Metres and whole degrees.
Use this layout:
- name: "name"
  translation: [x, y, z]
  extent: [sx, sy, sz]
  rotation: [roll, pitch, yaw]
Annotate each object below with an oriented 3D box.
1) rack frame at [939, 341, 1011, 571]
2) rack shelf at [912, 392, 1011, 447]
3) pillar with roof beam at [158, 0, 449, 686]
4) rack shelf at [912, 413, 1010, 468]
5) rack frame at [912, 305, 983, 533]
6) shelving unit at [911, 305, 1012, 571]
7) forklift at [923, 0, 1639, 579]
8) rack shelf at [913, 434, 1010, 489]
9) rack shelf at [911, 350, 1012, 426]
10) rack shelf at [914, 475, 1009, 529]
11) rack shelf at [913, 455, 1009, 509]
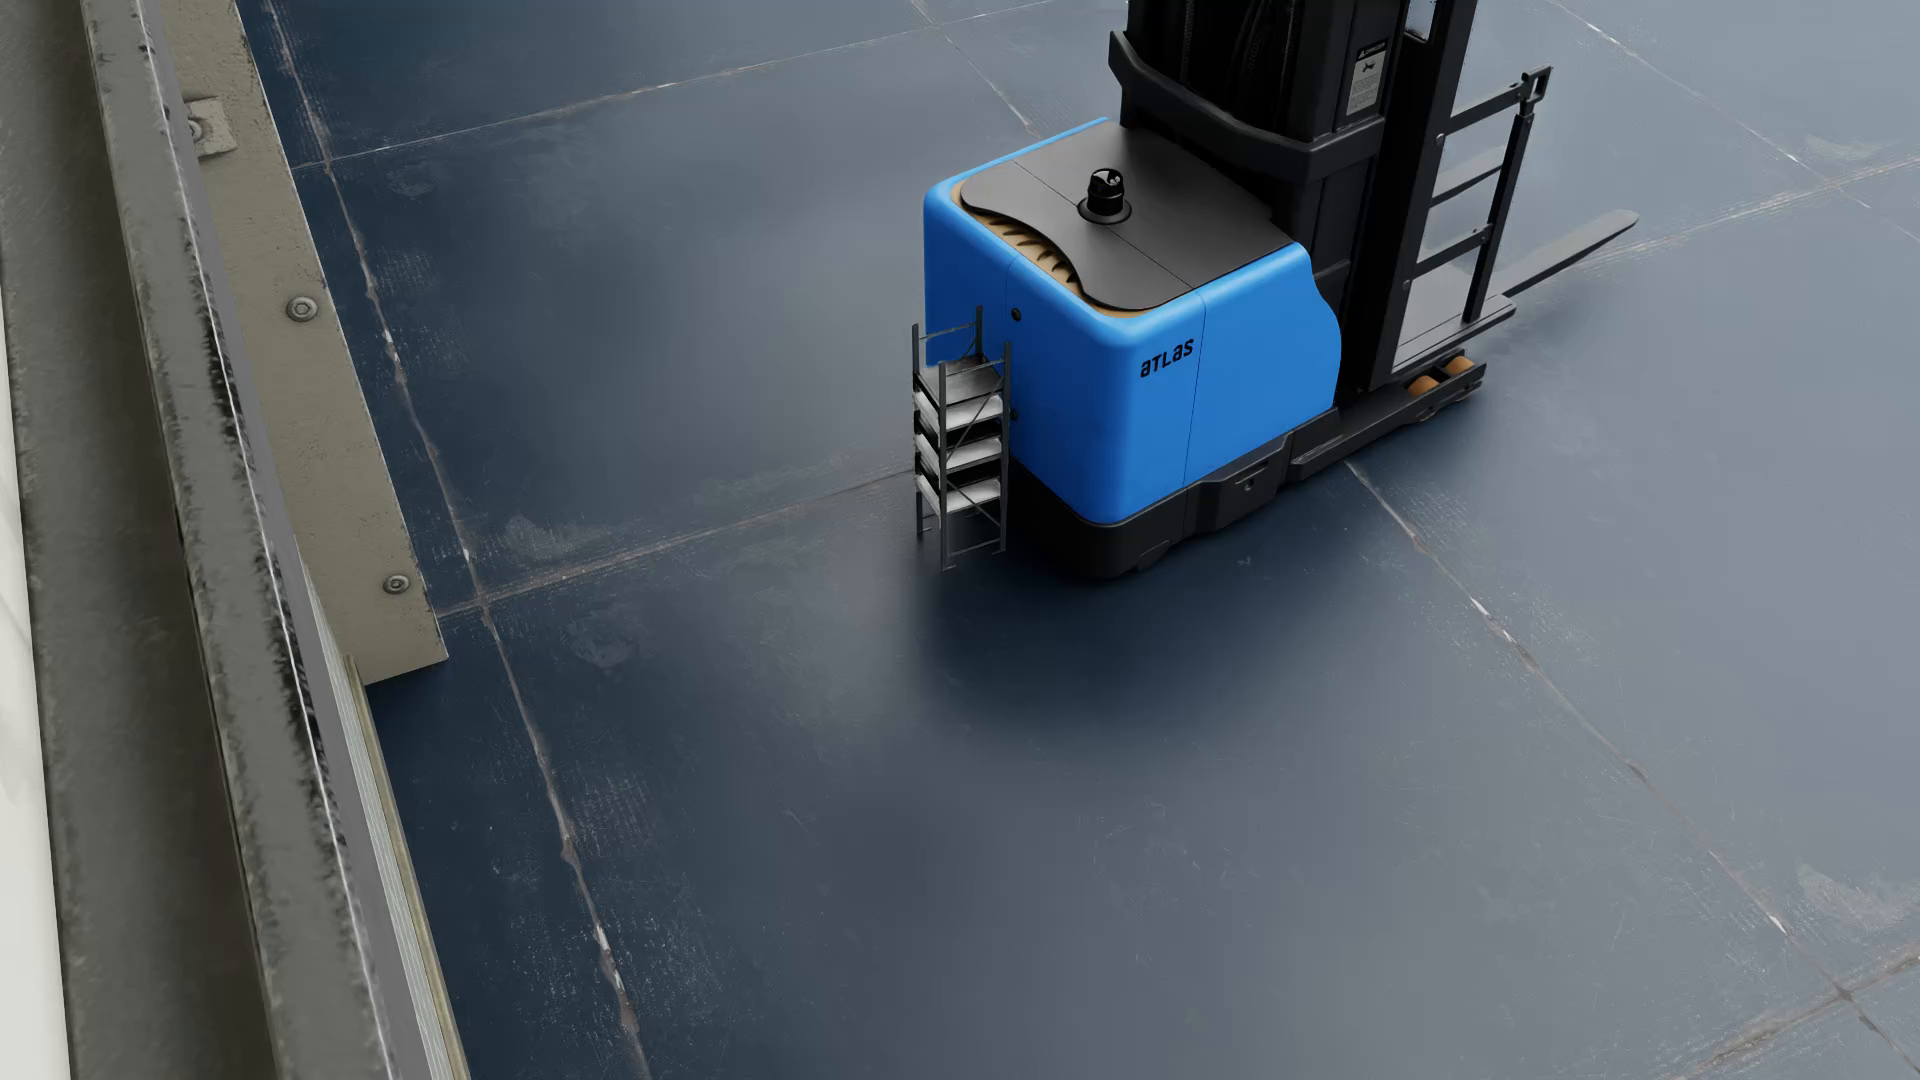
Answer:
- name: "rack frame"
  translation: [0.046, -0.250, 5.363]
  extent: [0.240, 0.900, 0.006]
  rotation: [-18, 47, -17]
- name: "rack shelf"
  translation: [0.003, -0.420, 5.326]
  extent: [0.258, 0.077, 0.200]
  rotation: [-18, 47, -17]
- name: "pillar with roof beam"
  translation: [2.035, -4.173, 3.573]
  extent: [9.100, 9.000, 0.400]
  rotation: [-18, 47, -17]
- name: "rack shelf"
  translation: [0.003, -0.355, 5.389]
  extent: [0.258, 0.077, 0.200]
  rotation: [-18, 47, -17]
- name: "rack frame"
  translation: [-0.039, -0.380, 5.494]
  extent: [0.240, 0.900, 0.006]
  rotation: [-18, 47, -17]
- name: "shelving unit"
  translation: [0.003, -0.315, 5.429]
  extent: [0.258, 0.900, 0.210]
  rotation: [-18, 47, -17]
- name: "forklift"
  translation: [1.353, -1.760, 5.447]
  extent: [3.031, 2.935, 1.130]
  rotation: [-27, 51, -25]
- name: "rack shelf"
  translation: [0.003, -0.291, 5.452]
  extent: [0.258, 0.077, 0.200]
  rotation: [-18, 47, -17]
- name: "rack shelf"
  translation: [0.003, -0.484, 5.262]
  extent: [0.258, 0.077, 0.200]
  rotation: [-18, 47, -17]
- name: "rack shelf"
  translation: [0.003, -0.163, 5.579]
  extent: [0.258, 0.077, 0.200]
  rotation: [-18, 47, -17]
- name: "rack shelf"
  translation: [0.003, -0.227, 5.515]
  extent: [0.258, 0.077, 0.200]
  rotation: [-18, 47, -17]
